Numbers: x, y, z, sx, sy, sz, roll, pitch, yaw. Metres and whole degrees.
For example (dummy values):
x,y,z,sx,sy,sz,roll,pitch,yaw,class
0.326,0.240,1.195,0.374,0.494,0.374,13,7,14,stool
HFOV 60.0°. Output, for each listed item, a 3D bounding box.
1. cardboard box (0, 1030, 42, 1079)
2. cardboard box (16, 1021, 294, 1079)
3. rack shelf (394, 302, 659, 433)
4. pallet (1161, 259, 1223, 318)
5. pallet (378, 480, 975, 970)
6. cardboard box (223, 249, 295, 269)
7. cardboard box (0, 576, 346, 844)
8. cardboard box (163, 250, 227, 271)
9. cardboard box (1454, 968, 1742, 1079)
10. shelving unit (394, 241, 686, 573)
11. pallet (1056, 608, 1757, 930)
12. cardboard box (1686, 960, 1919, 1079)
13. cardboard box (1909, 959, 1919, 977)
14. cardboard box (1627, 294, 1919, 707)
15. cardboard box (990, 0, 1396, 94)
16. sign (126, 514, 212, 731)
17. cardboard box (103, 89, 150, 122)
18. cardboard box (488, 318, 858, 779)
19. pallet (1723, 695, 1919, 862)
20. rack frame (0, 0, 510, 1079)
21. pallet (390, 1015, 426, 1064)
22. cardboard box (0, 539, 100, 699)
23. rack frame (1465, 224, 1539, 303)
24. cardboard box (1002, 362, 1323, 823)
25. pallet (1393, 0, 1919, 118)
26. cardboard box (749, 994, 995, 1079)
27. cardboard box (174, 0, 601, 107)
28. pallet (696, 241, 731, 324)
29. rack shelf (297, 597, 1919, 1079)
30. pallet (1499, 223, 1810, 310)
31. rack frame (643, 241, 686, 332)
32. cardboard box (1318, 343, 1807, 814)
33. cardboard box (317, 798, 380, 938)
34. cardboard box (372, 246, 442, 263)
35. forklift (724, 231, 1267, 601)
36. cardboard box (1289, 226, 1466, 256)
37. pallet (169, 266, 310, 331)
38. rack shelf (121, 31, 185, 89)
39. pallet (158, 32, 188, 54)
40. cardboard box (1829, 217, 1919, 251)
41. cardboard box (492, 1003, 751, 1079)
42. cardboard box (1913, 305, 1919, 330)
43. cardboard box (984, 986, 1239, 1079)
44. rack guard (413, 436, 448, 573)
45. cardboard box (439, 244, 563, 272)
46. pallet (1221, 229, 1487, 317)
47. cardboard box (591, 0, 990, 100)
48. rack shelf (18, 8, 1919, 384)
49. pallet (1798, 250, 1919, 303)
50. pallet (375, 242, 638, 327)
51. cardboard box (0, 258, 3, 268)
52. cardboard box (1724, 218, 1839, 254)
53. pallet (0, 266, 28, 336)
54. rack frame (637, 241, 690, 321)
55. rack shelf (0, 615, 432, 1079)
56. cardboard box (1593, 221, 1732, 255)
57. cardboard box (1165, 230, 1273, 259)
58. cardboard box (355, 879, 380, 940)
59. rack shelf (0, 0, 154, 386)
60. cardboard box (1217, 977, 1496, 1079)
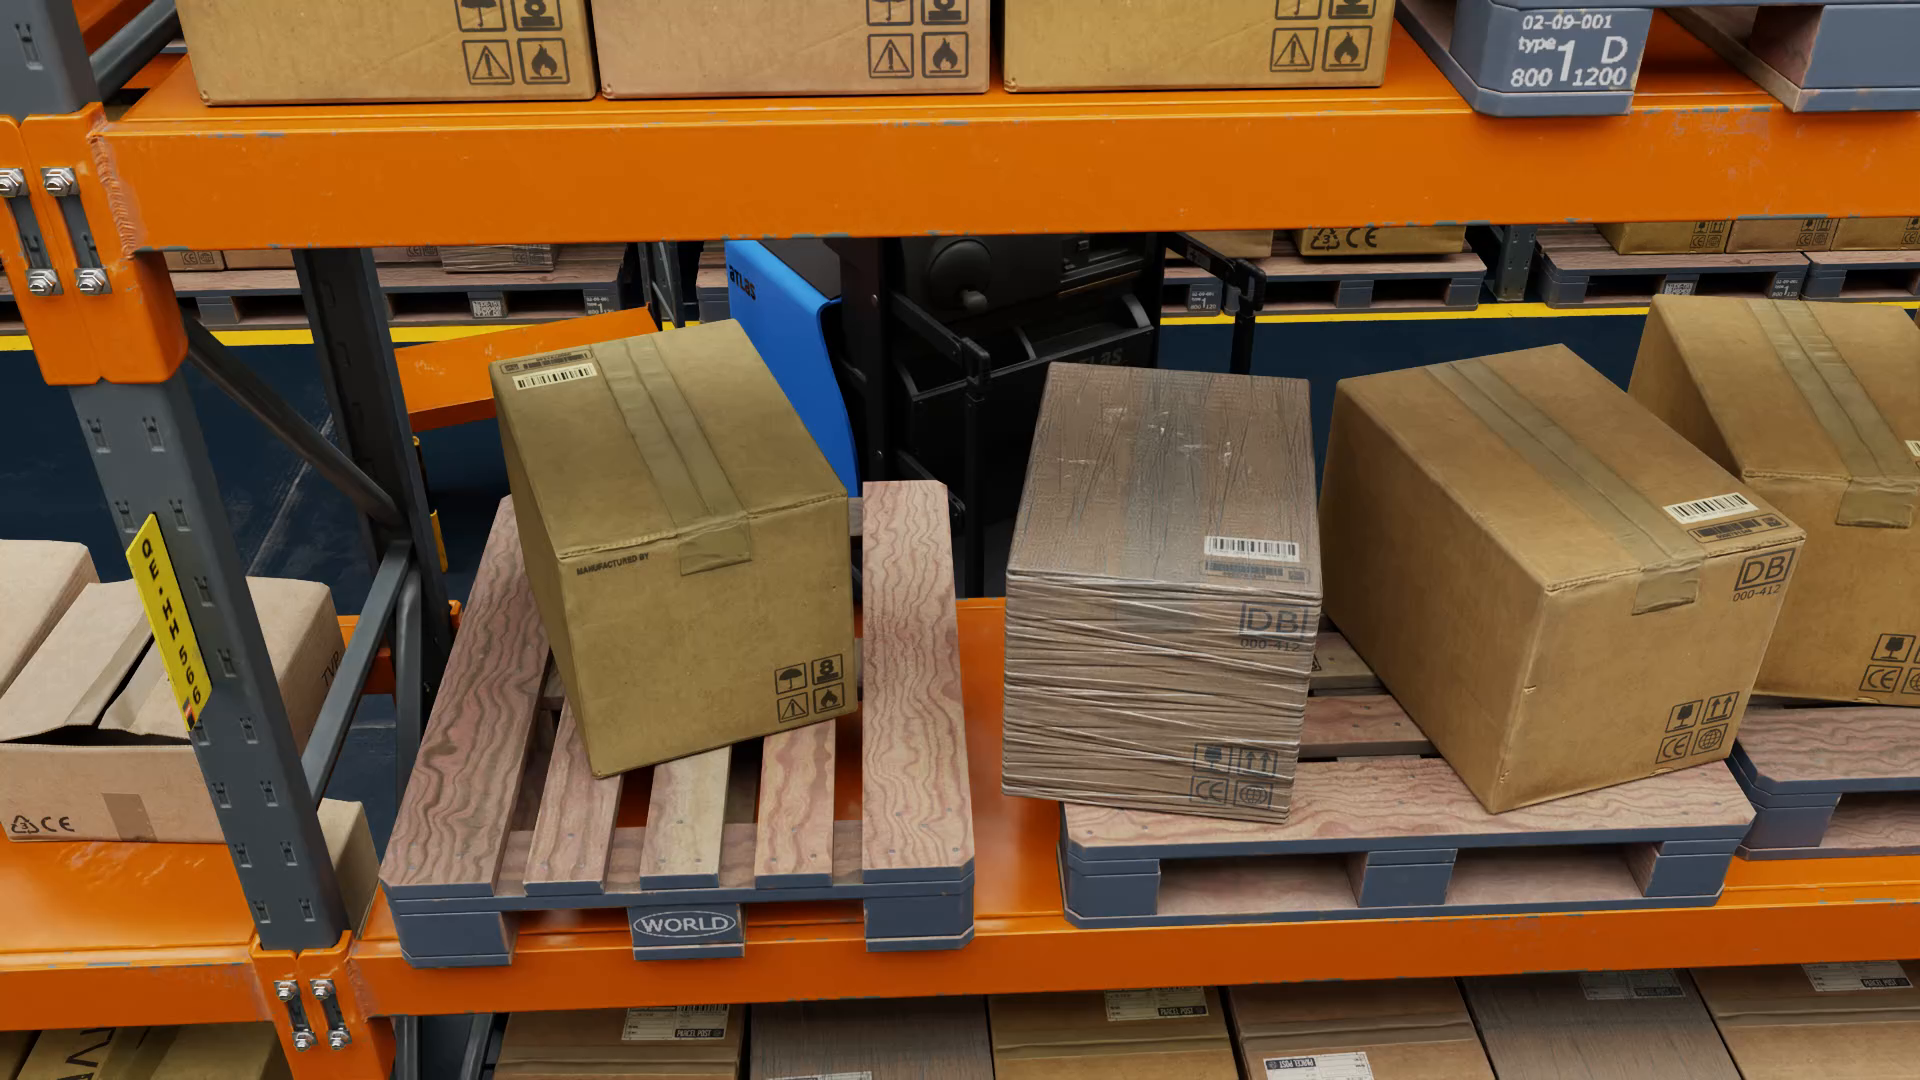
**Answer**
x,y,z,sx,sy,sz,roll,pitch,yaw,class
-2.207,1.184,3.458,0.500,0.311,0.500,-2,35,-3,cardboard box
-1.688,1.166,3.484,0.500,0.311,0.500,-1,35,-1,cardboard box
-1.561,-0.603,6.119,1.000,0.185,0.538,-13,37,-18,rack shelf
0.592,-1.394,8.079,1.213,0.211,1.003,-2,35,-2,pallet
-0.503,0.305,3.342,1.003,0.211,1.213,-2,35,-2,pallet
-3.147,-1.658,7.820,0.500,0.500,0.700,-2,35,-2,cardboard box
-1.542,0.306,3.250,0.500,0.311,0.500,1,35,1,cardboard box
-3.651,-1.639,7.793,0.500,0.500,0.700,-1,35,-2,cardboard box
1.345,1.222,3.659,0.500,0.500,0.500,-1,35,-2,cardboard box
-1.553,-0.753,6.020,1.083,1.500,0.587,-13,37,-18,shelving unit
0.766,0.308,3.337,1.213,0.211,1.003,-2,35,-2,pallet
1.845,1.208,3.678,0.500,0.500,0.500,-1,35,-2,cardboard box
2.340,1.200,3.691,0.500,0.500,0.500,-2,35,-2,cardboard box
1.651,-0.097,3.297,0.500,0.500,0.700,4,35,5,cardboard box
0.287,-1.049,2.406,0.500,0.500,0.910,-2,35,-2,cardboard box
-1.147,0.124,2.418,0.005,0.325,0.100,-2,35,-2,sign
-3.717,-1.944,7.575,0.500,0.250,0.500,-2,35,-4,cardboard box
-0.553,-0.010,3.172,0.500,0.500,0.700,-13,37,-18,cardboard box
2.016,0.215,3.472,1.213,0.211,1.003,-2,35,-2,pallet
-1.177,0.284,3.203,0.127,3.000,1.000,-2,35,-2,rack frame
-2.001,1.431,3.997,1.213,0.211,1.003,-2,35,-2,pallet
-2.079,0.235,3.353,0.500,0.311,0.500,-2,35,-3,cardboard box
2.581,-2.639,7.428,0.127,3.000,1.000,-2,35,-2,rack frame
0.370,0.073,3.051,0.500,0.500,0.700,5,35,7,cardboard box
1.128,-0.972,2.548,1.003,0.211,1.213,-2,35,-2,pallet
-0.186,1.264,3.597,0.500,0.500,0.500,-3,35,-4,cardboard box
-0.742,-1.021,2.366,0.500,0.500,0.910,-2,35,-2,cardboard box
-0.624,-1.363,8.034,1.213,0.211,1.003,-2,35,-2,pallet
0.821,0.526,3.486,4.000,0.370,1.077,-2,35,-2,rack shelf
3.344,-1.469,8.187,1.213,0.211,1.003,-2,35,-2,pallet
-1.089,-0.857,6.171,0.032,1.500,0.500,-13,37,-18,rack frame
1.057,0.045,3.092,0.500,0.500,0.700,-10,36,-14,cardboard box
-1.714,0.859,3.927,0.500,0.311,0.500,0,35,-1,cardboard box
-2.652,-1.688,7.863,0.500,0.500,0.700,-2,35,-2,cardboard box
0.326,-0.903,4.979,1.130,2.935,3.031,-19,39,-25,forklift
1.938,-1.836,7.788,0.750,0.750,0.750,-1,35,-2,cardboard box
-3.411,-1.333,7.991,1.213,0.211,1.003,-2,35,-2,pallet
-3.413,-2.182,7.399,4.000,0.370,1.077,-2,35,-2,rack shelf
-3.390,-2.376,7.216,1.213,0.211,1.003,-2,35,-2,pallet
4.347,-1.770,7.999,0.500,0.500,0.700,-1,35,-1,cardboard box
-0.708,1.281,3.572,0.500,0.500,0.500,0,35,0,cardboard box
2.335,-0.152,3.376,0.500,0.500,0.700,-13,37,-18,cardboard box
0.316,1.254,3.613,0.500,0.500,0.500,-2,35,-3,cardboard box
-2.016,-0.135,6.225,0.087,0.250,0.587,-13,37,-18,rack guard
-2.131,-1.635,7.787,0.500,0.500,0.700,-1,35,-2,cardboard box
1.814,-1.429,8.129,1.213,0.211,1.003,-2,35,-2,pallet
-0.233,-1.035,2.386,0.500,0.500,0.910,-2,35,-2,cardboard box
0.821,-0.707,2.632,4.000,0.370,1.077,-2,35,-2,rack shelf
4.566,-1.503,8.236,1.213,0.211,1.003,-2,35,-2,pallet
-2.195,-1.365,8.036,1.213,0.211,1.003,-2,35,-2,pallet
-4.676,-1.606,7.745,0.500,0.500,0.700,0,35,-1,cardboard box
3.835,-1.758,7.981,0.500,0.500,0.700,-2,35,-3,cardboard box
-4.633,-1.299,7.941,1.213,0.211,1.003,-2,35,-2,pallet
-1.415,-2.531,7.272,0.127,3.000,1.000,-2,35,-2,rack frame
-3.174,0.634,3.330,4.000,0.370,1.077,-2,35,-2,rack shelf
3.333,-1.746,7.964,0.500,0.500,0.700,-1,35,-2,cardboard box
1.050,-1.811,7.751,0.750,0.750,0.750,-1,35,-1,cardboard box
-1.714,1.089,4.087,0.500,0.250,0.500,-2,35,-2,cardboard box
-3.174,-0.599,2.477,4.000,0.370,1.077,-2,35,-2,rack shelf
0.837,1.237,3.637,0.500,0.500,0.500,-3,35,-4,cardboard box
